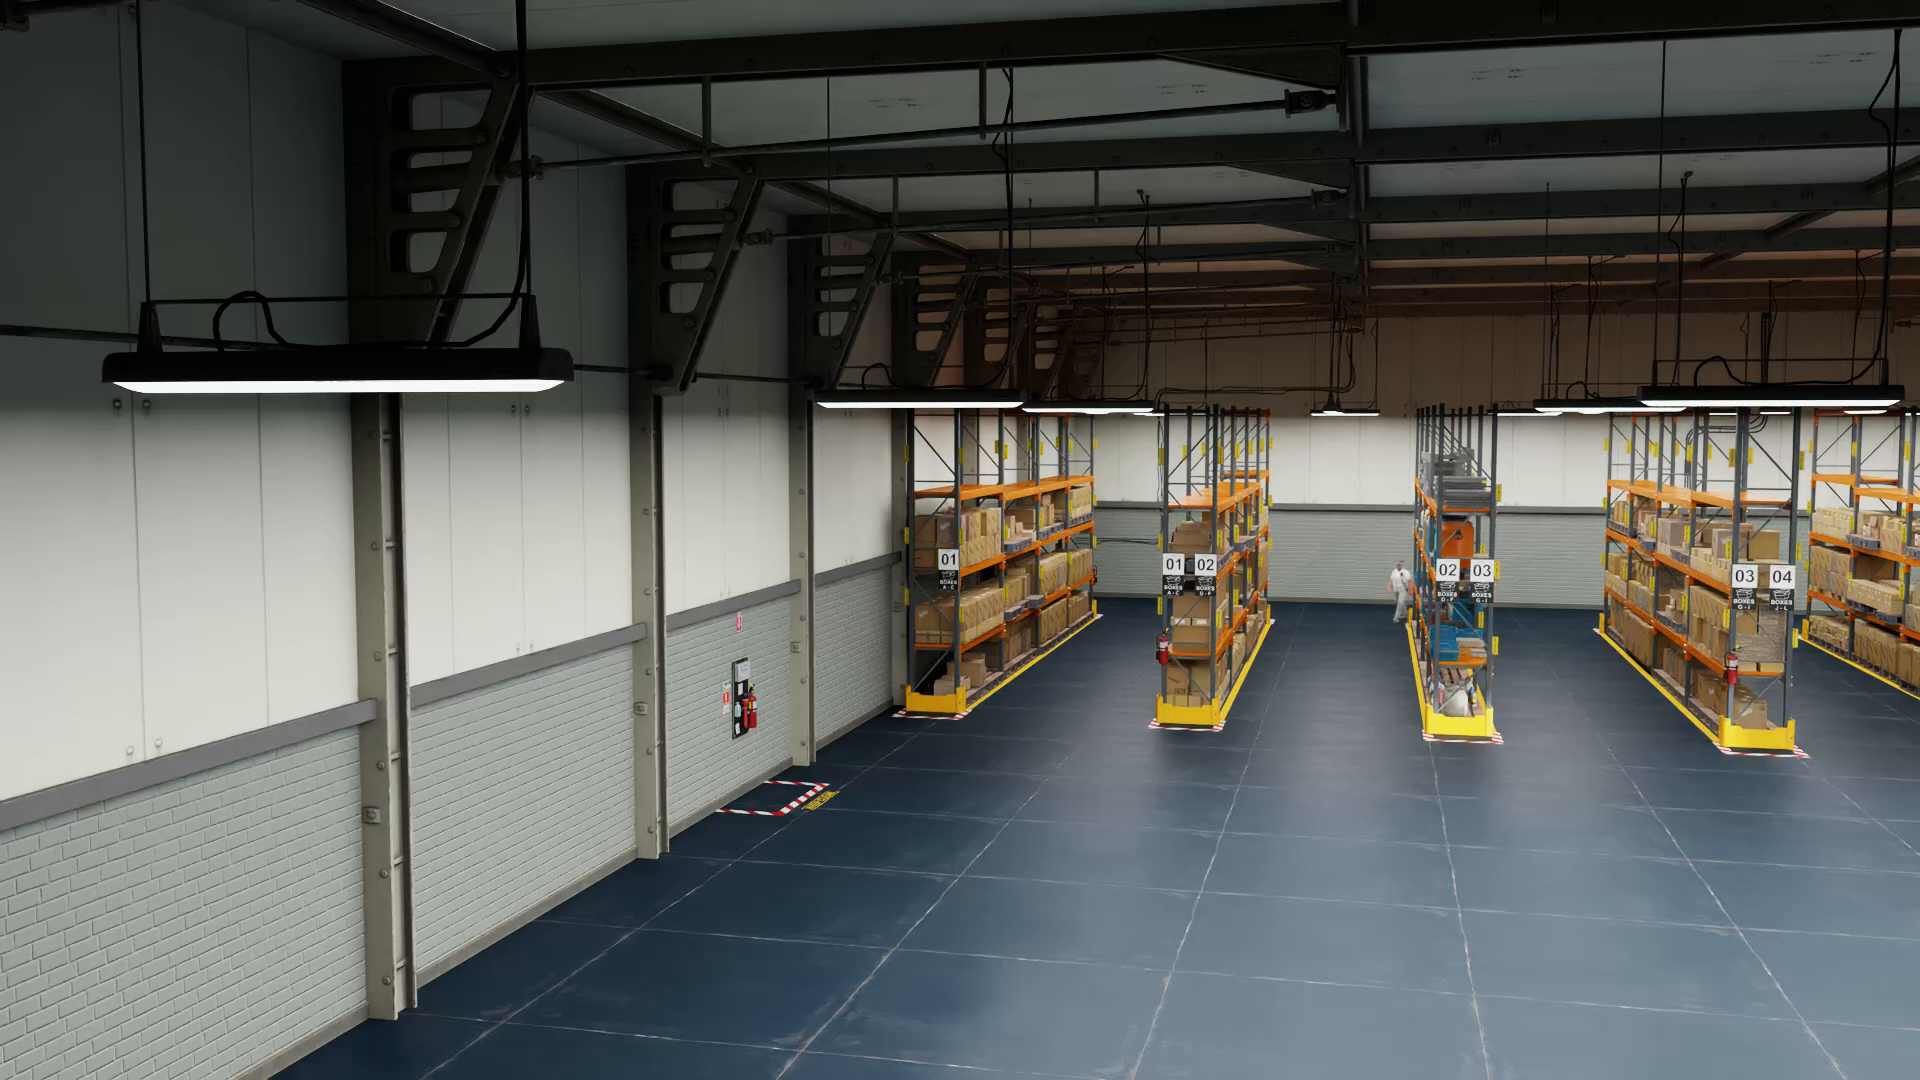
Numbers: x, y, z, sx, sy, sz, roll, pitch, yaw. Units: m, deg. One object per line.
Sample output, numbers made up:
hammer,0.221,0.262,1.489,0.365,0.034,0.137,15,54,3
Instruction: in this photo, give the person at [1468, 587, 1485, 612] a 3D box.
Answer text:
person,13.408,1.756,43.253,0.420,1.598,0.986,-1,4,-7

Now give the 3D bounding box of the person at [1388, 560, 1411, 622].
person,12.462,1.416,47.143,1.038,1.715,0.565,-4,5,-40
